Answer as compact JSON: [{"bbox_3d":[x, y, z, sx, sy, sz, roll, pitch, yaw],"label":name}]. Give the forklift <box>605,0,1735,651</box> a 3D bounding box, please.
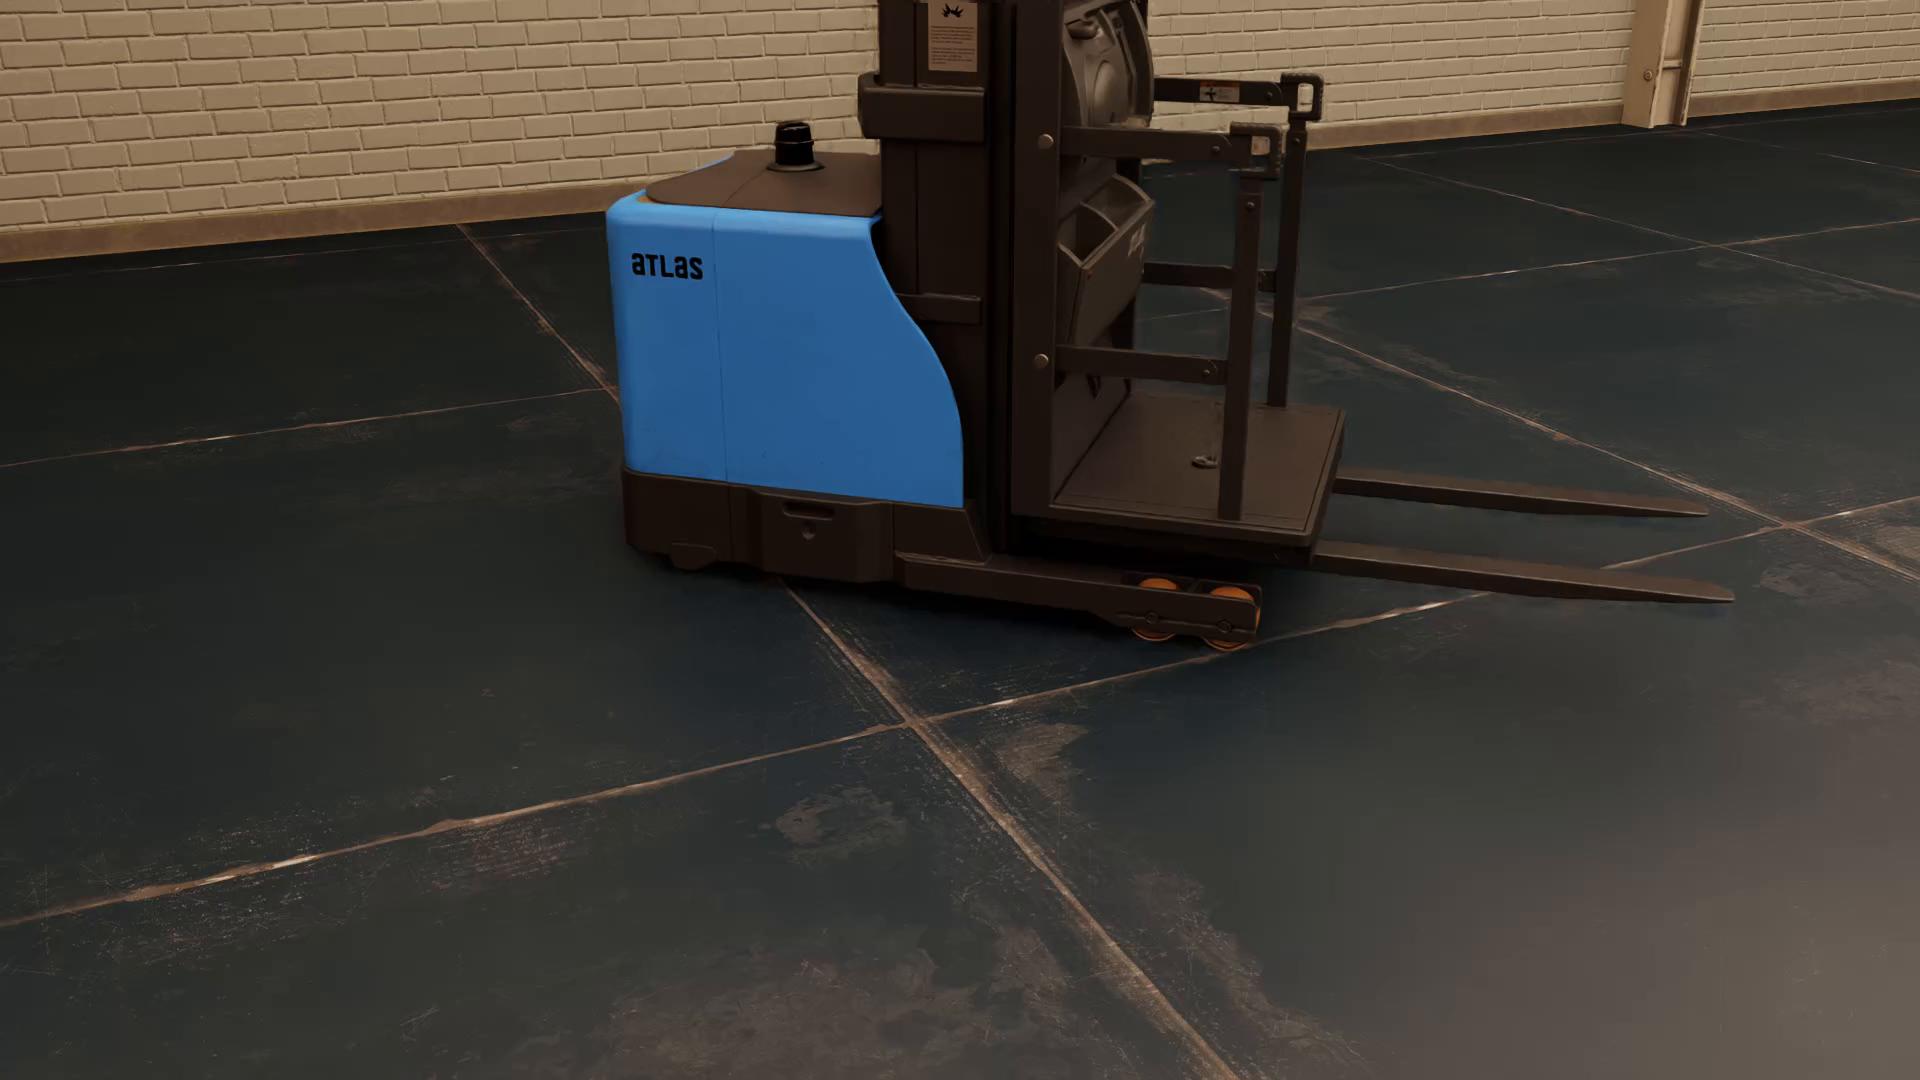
[{"bbox_3d":[0.587,-1.288,4.386,3.031,2.935,1.130,7,23,16],"label":"forklift"}]
